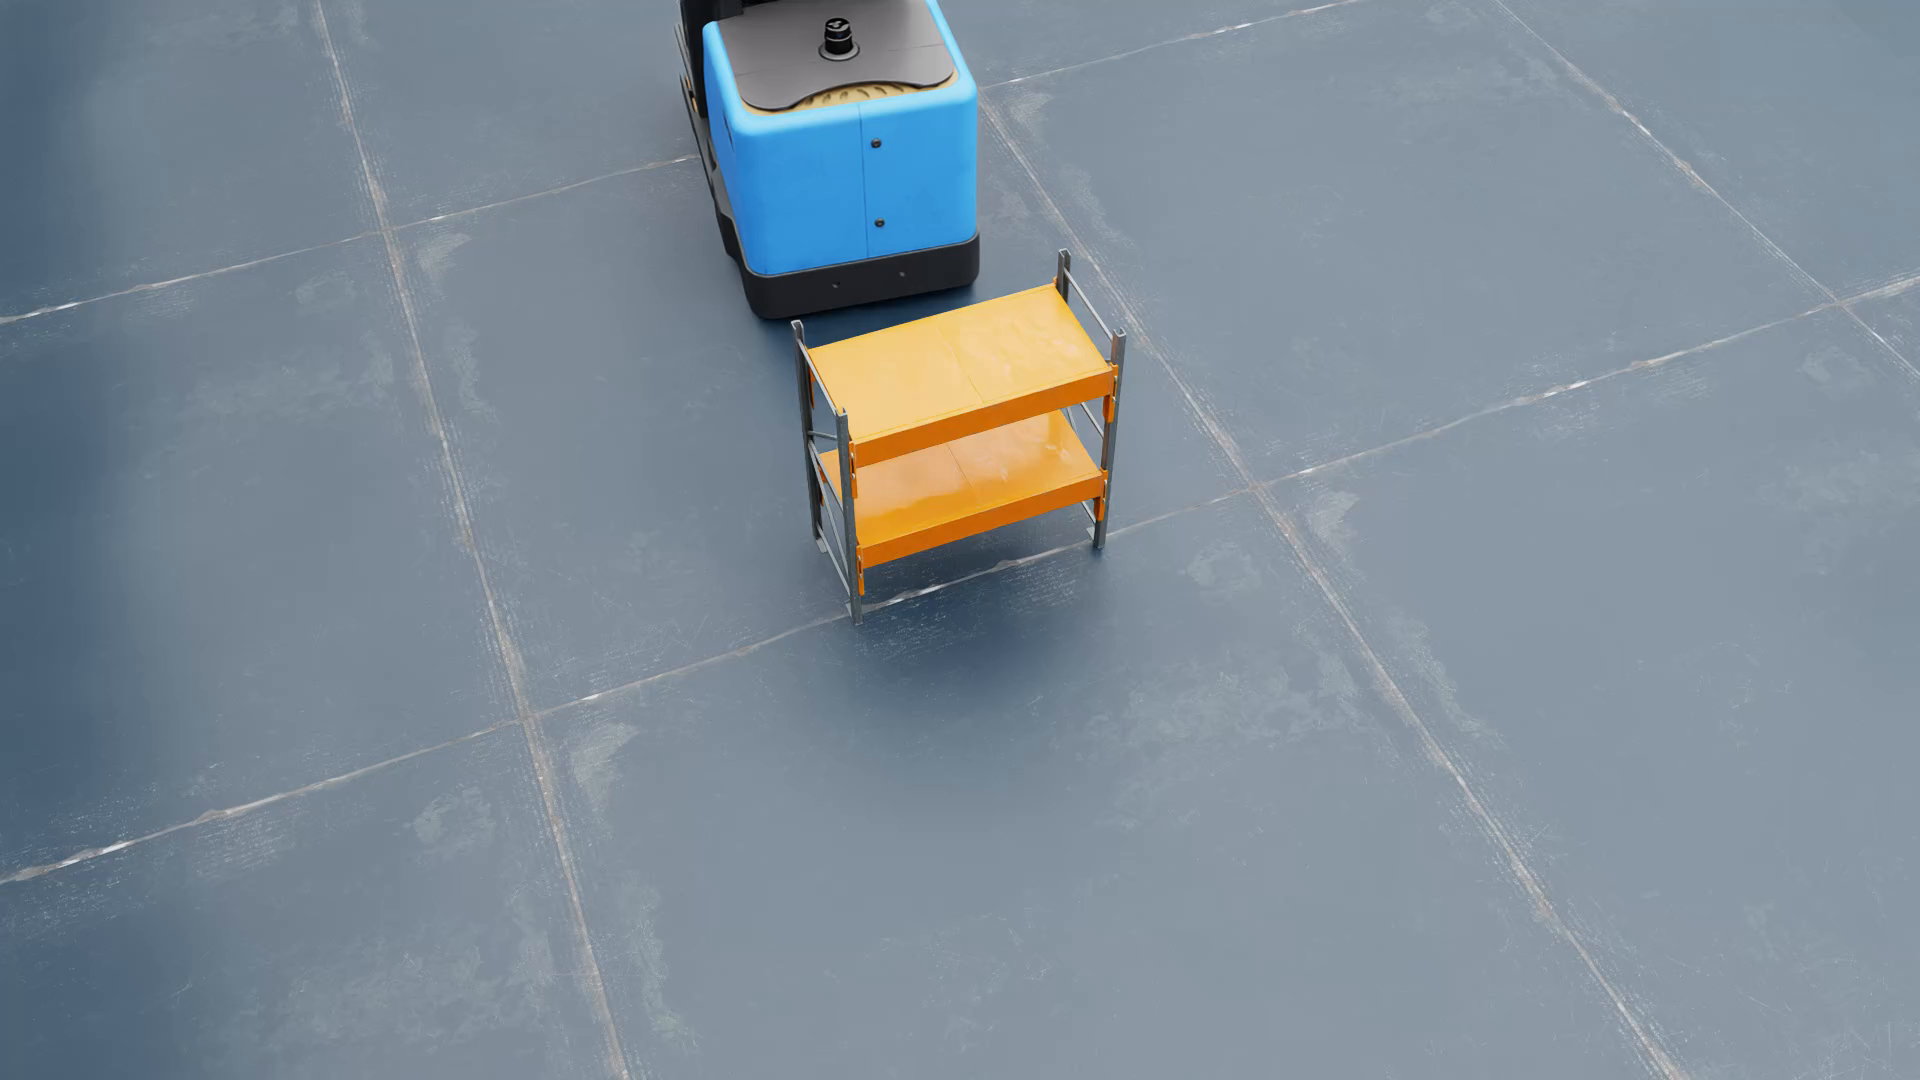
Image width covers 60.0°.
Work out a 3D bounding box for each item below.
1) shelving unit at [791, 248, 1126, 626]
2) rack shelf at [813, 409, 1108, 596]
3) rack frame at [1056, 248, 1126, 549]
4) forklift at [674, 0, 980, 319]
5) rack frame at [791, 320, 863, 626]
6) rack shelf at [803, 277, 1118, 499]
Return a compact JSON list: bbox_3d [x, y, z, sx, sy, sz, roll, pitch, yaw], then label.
[{"bbox_3d":[-0.006,-0.365,6.162,1.048,1.125,0.538,-17,52,-14],"label":"shelving unit"},{"bbox_3d":[-0.006,-0.205,6.348,1.000,0.278,0.538,-17,52,-14],"label":"rack shelf"},{"bbox_3d":[0.464,-0.510,6.288,0.032,1.125,0.500,-17,52,-14],"label":"rack frame"},{"bbox_3d":[-0.790,-3.076,7.300,1.130,2.935,3.031,-12,50,-10],"label":"forklift"},{"bbox_3d":[-0.477,-0.219,6.037,0.032,1.125,0.500,-17,52,-14],"label":"rack frame"},{"bbox_3d":[-0.006,-0.555,5.940,1.000,0.278,0.538,-17,52,-14],"label":"rack shelf"}]
